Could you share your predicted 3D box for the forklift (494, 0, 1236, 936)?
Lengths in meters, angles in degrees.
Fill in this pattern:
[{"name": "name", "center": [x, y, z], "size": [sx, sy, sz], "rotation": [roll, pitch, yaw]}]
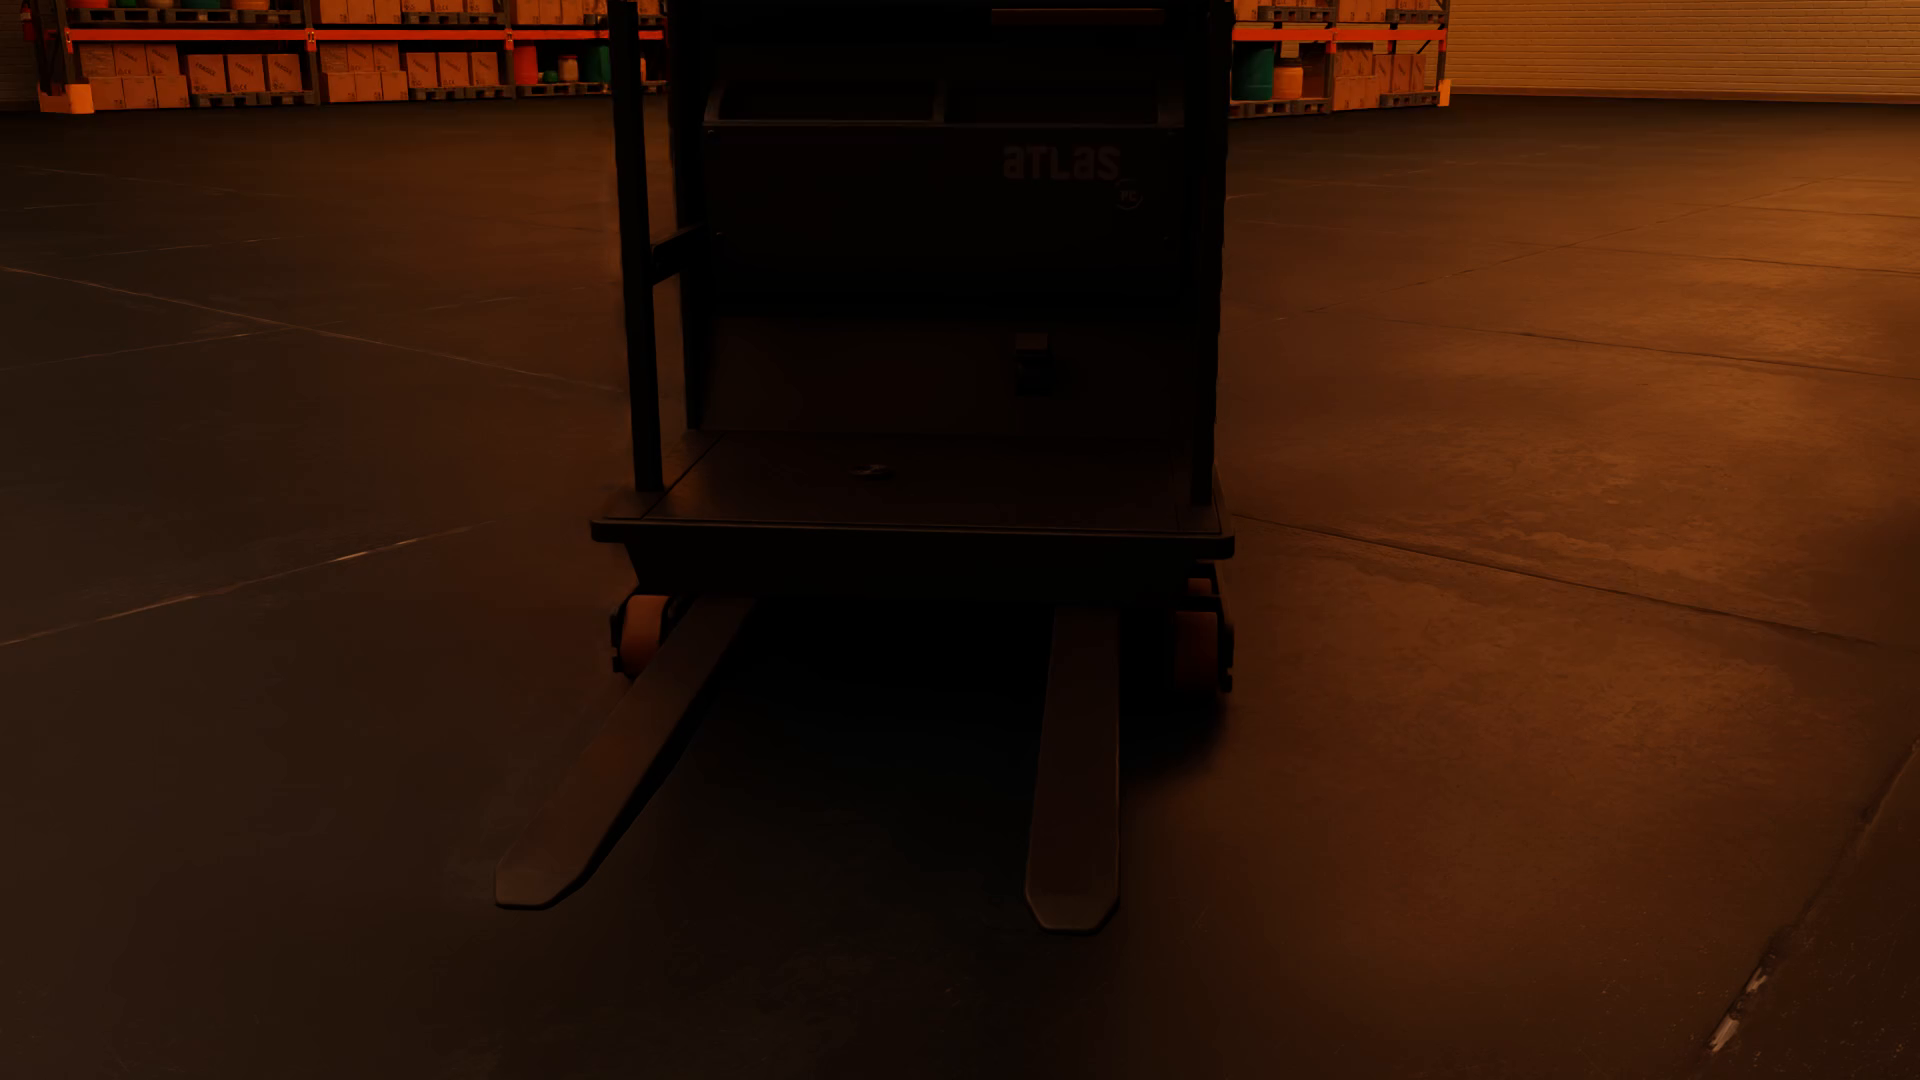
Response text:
[{"name": "forklift", "center": [-0.048, -1.215, 2.898], "size": [1.130, 2.935, 3.031], "rotation": [2, 17, 5]}]
